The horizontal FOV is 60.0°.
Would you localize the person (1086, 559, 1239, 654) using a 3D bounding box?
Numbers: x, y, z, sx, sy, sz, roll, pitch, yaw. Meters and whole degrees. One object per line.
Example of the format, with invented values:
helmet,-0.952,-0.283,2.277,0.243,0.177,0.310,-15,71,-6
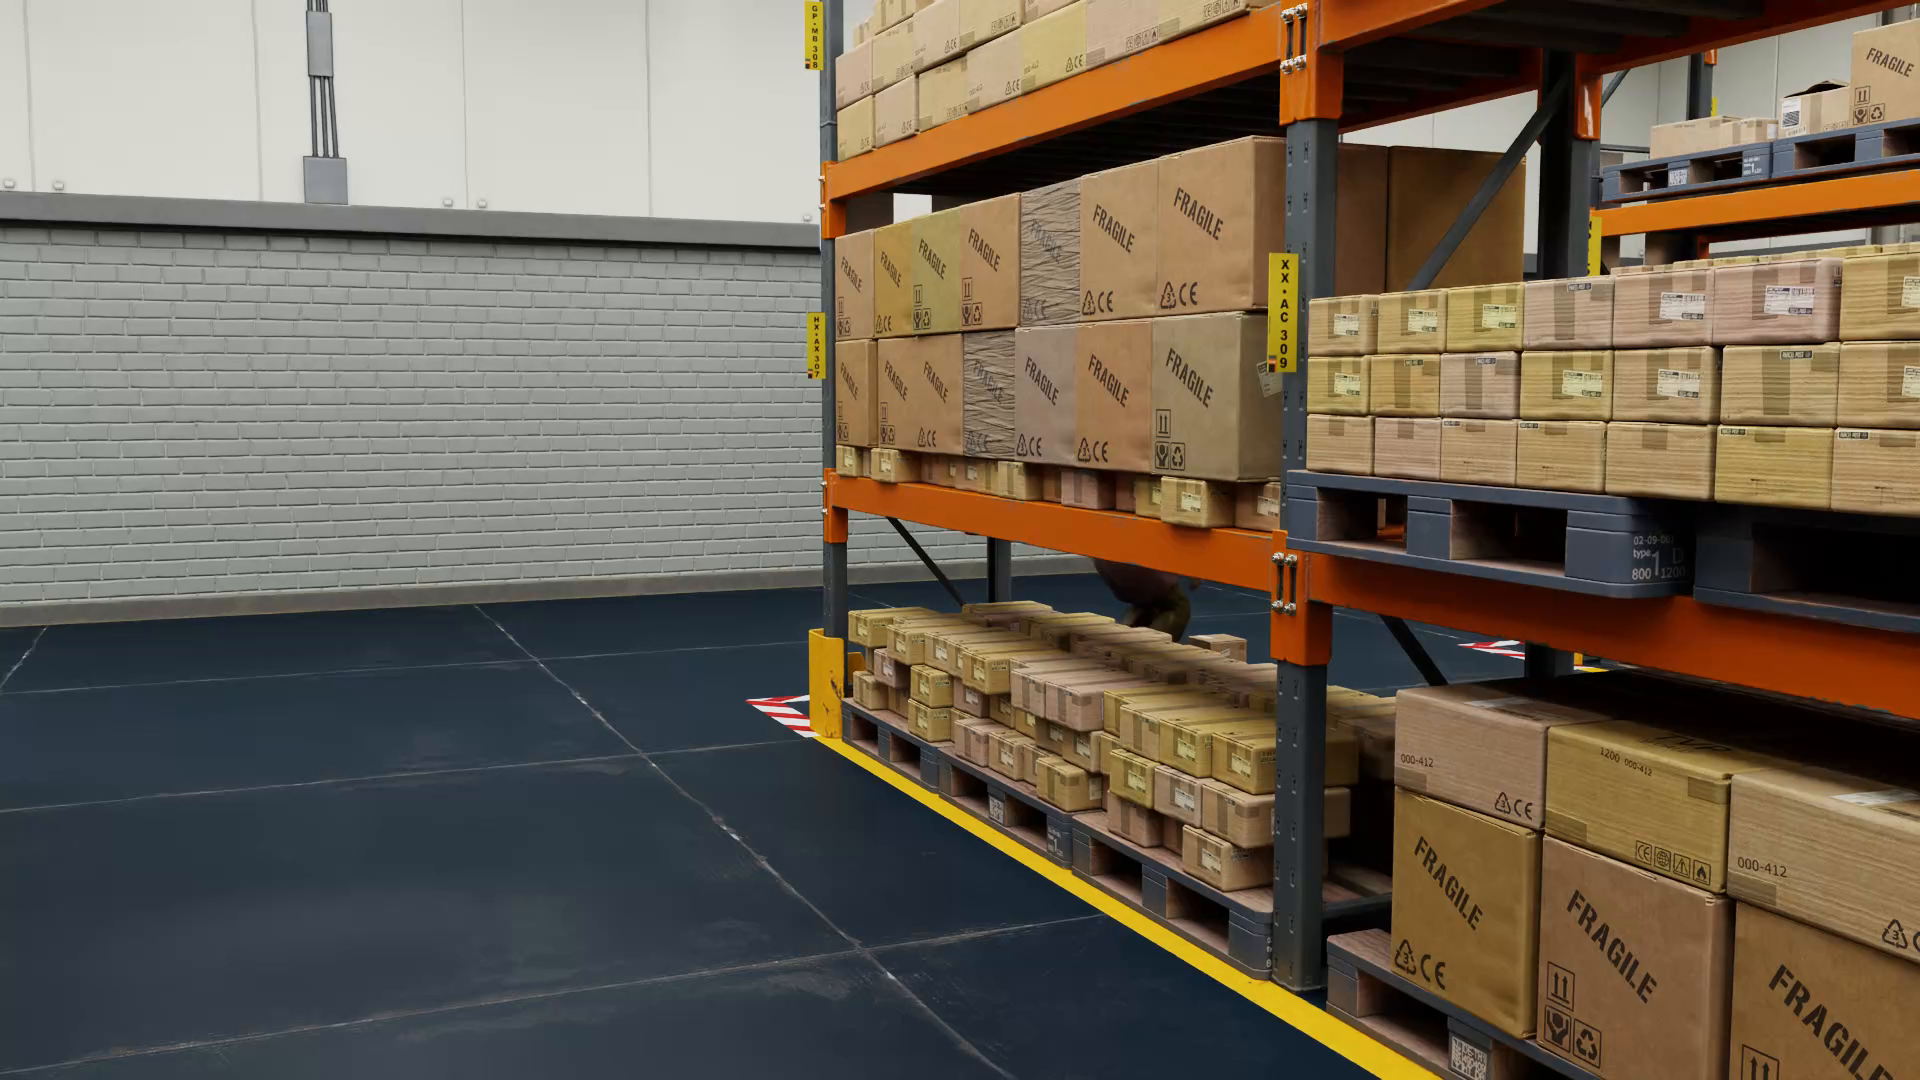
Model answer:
person,1.143,0.320,9.665,0.879,1.054,0.616,-2,6,-24
